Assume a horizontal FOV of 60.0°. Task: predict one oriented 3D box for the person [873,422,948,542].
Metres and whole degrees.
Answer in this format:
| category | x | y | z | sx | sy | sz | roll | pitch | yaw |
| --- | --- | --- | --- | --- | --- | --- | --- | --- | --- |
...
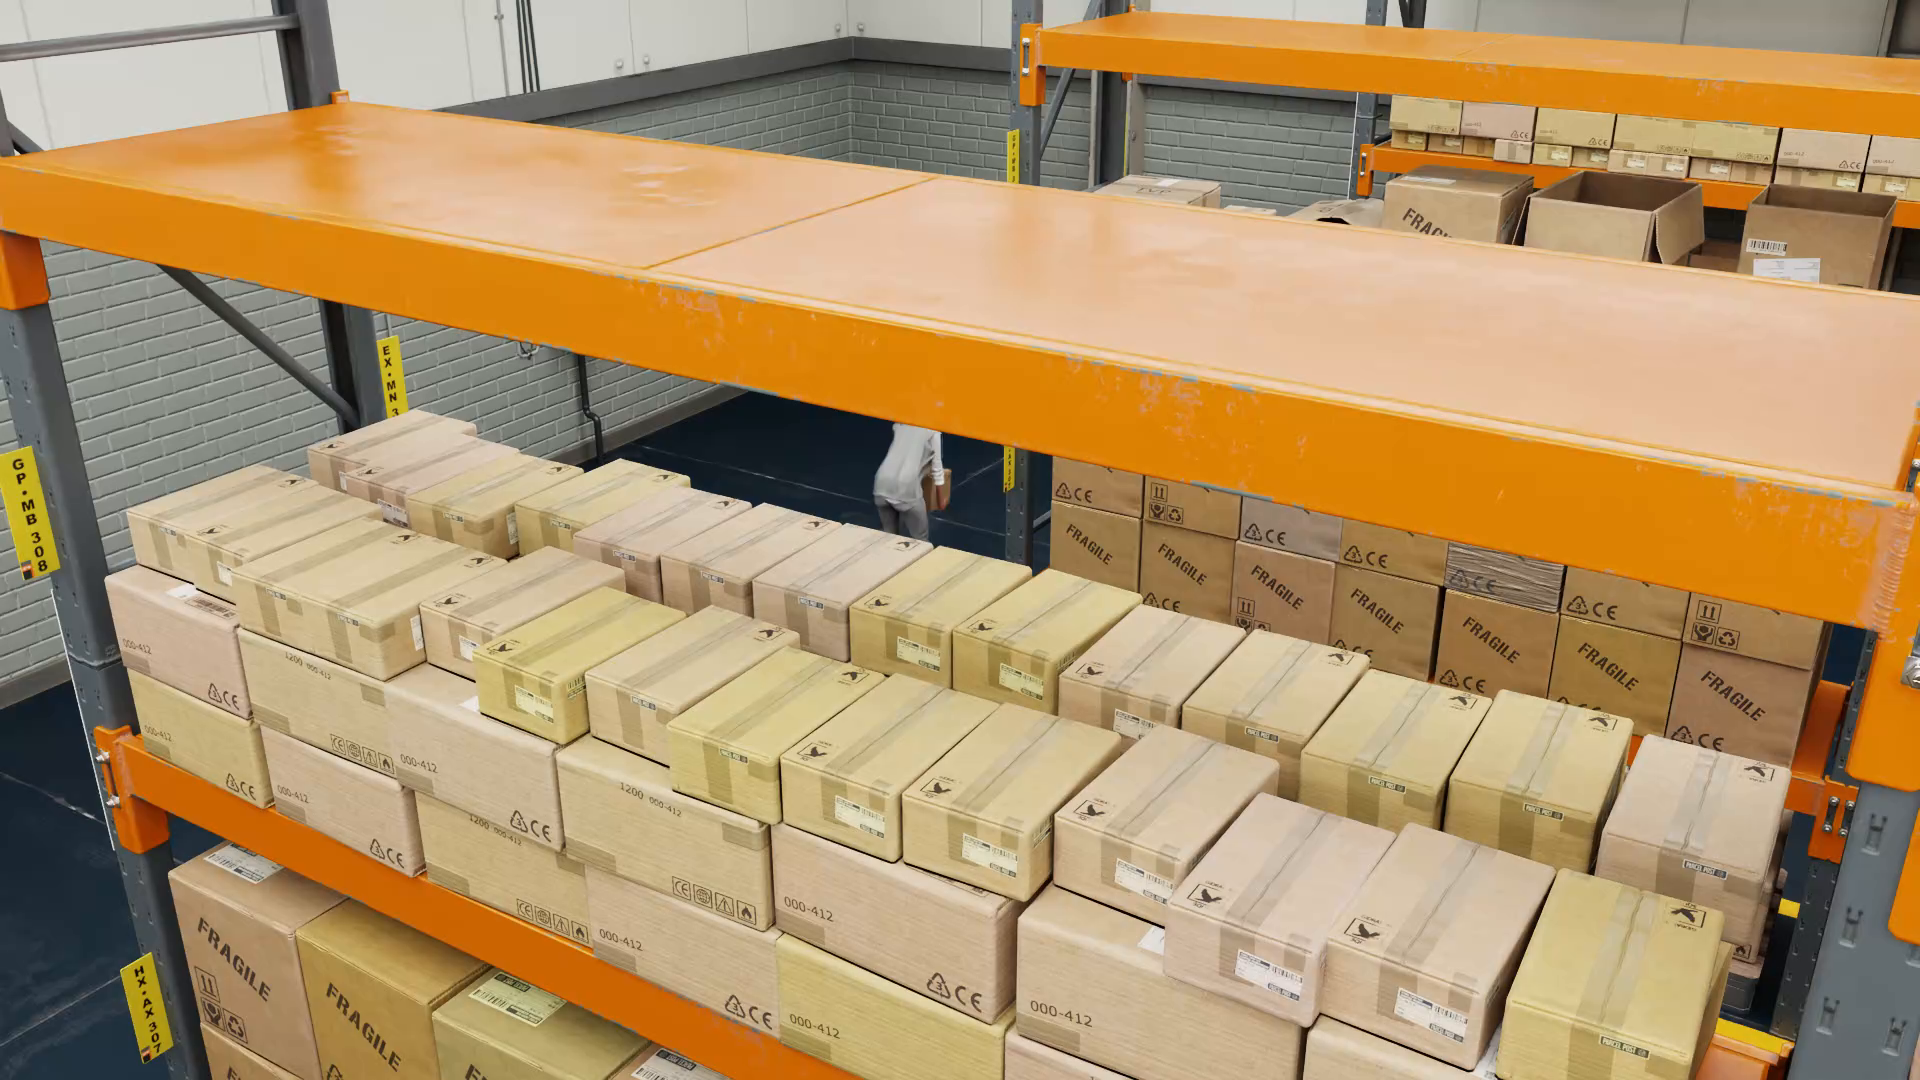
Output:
| category | x | y | z | sx | sy | sz | roll | pitch | yaw |
| --- | --- | --- | --- | --- | --- | --- | --- | --- | --- |
| person | -0.321 | -0.293 | 11.454 | 0.375 | 1.424 | 0.691 | 13 | 27 | 28 |
